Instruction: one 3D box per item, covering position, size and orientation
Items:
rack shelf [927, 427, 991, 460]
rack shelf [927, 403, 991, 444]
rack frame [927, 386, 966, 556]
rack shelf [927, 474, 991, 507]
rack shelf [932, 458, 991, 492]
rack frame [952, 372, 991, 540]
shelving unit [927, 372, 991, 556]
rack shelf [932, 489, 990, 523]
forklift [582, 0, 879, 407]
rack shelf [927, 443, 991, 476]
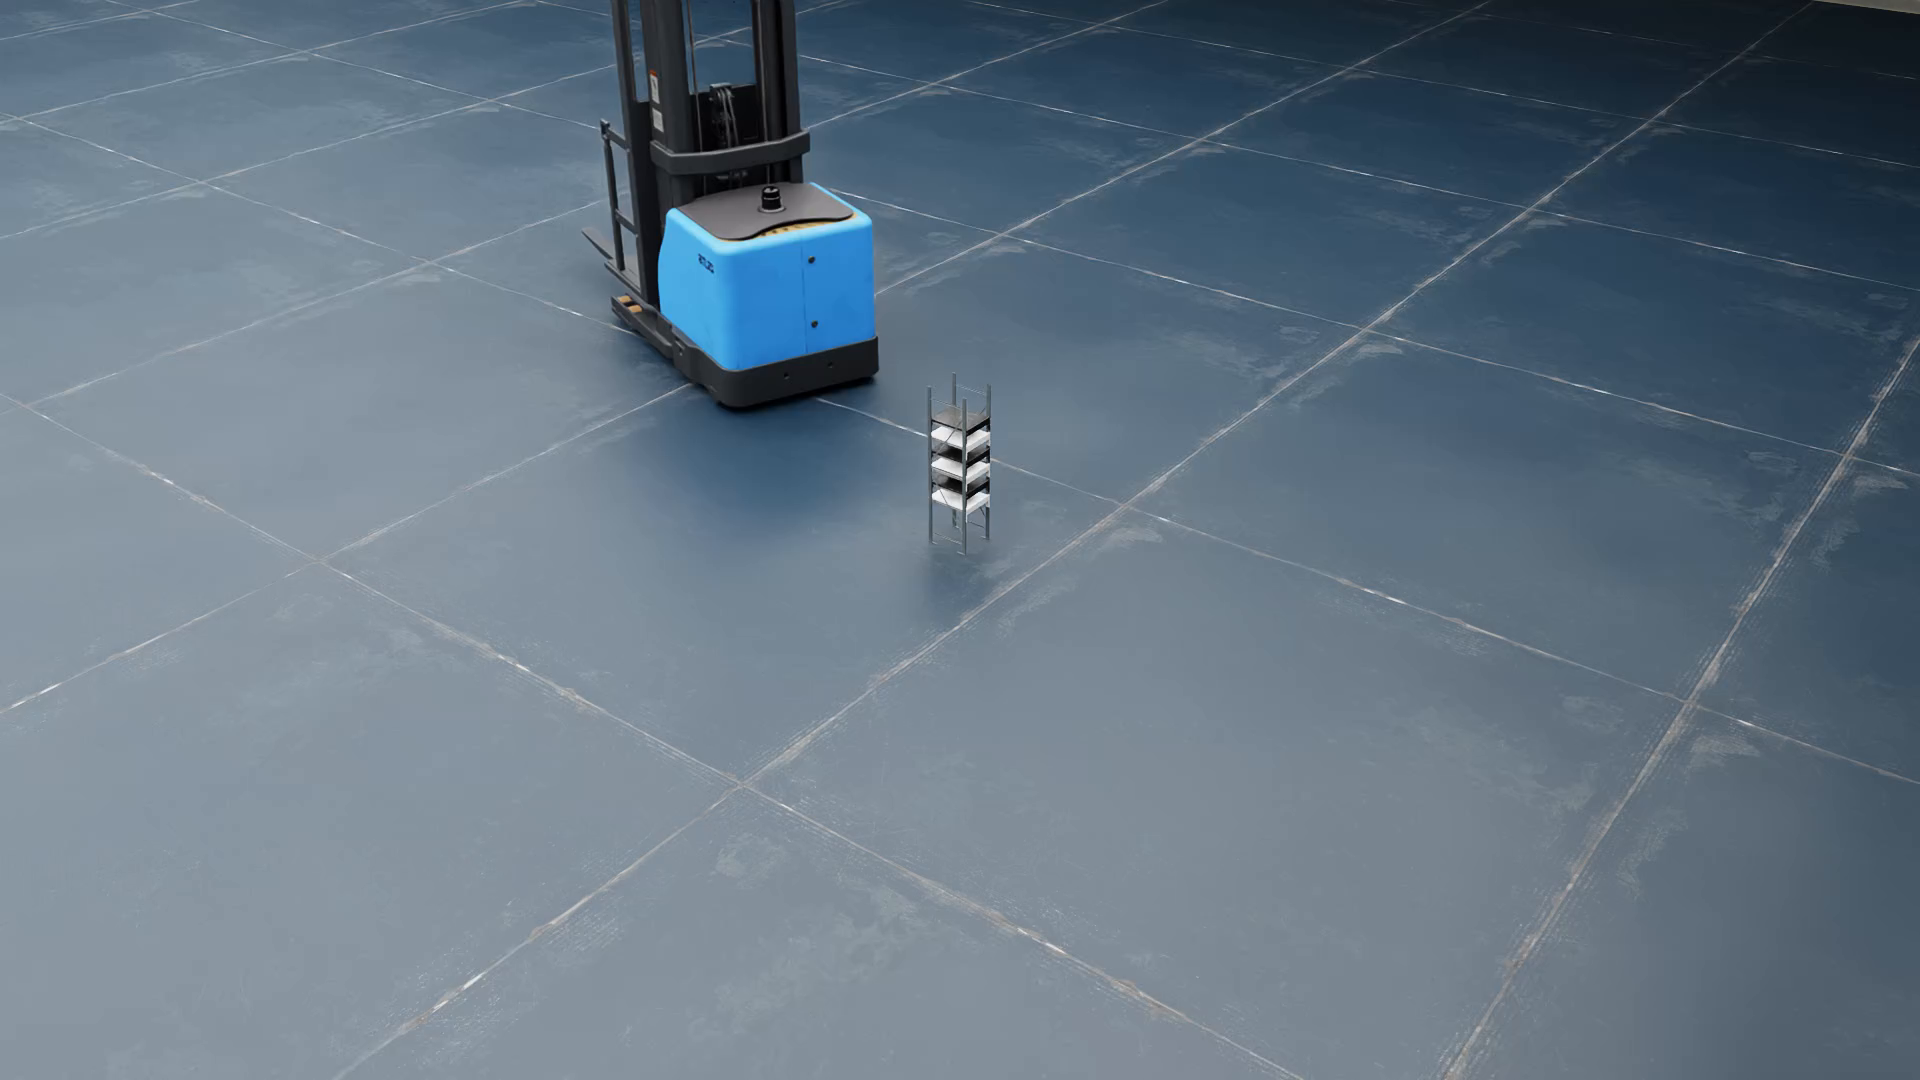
[{"bbox_3d":[-0.005,-0.510,8.440,0.258,0.077,0.200,21,37,31],"label":"rack shelf"},{"bbox_3d":[-0.005,-0.587,8.394,0.258,0.077,0.200,21,37,31],"label":"rack shelf"},{"bbox_3d":[-0.066,-0.342,8.445,0.240,0.900,0.006,21,37,31],"label":"rack frame"},{"bbox_3d":[-0.005,-0.278,8.578,0.258,0.077,0.200,21,37,31],"label":"rack shelf"},{"bbox_3d":[-0.005,-0.355,8.532,0.258,0.077,0.200,21,37,31],"label":"rack shelf"},{"bbox_3d":[0.056,-0.425,8.585,0.240,0.900,0.006,21,37,31],"label":"rack frame"},{"bbox_3d":[-0.005,-0.384,8.515,0.258,0.900,0.210,21,37,31],"label":"shelving unit"},{"bbox_3d":[-0.005,-0.200,8.624,0.258,0.077,0.200,21,37,31],"label":"rack shelf"},{"bbox_3d":[-1.698,-2.771,10.550,1.130,2.935,3.031,-17,35,-26],"label":"forklift"},{"bbox_3d":[-0.005,-0.433,8.486,0.258,0.077,0.200,21,37,31],"label":"rack shelf"}]
